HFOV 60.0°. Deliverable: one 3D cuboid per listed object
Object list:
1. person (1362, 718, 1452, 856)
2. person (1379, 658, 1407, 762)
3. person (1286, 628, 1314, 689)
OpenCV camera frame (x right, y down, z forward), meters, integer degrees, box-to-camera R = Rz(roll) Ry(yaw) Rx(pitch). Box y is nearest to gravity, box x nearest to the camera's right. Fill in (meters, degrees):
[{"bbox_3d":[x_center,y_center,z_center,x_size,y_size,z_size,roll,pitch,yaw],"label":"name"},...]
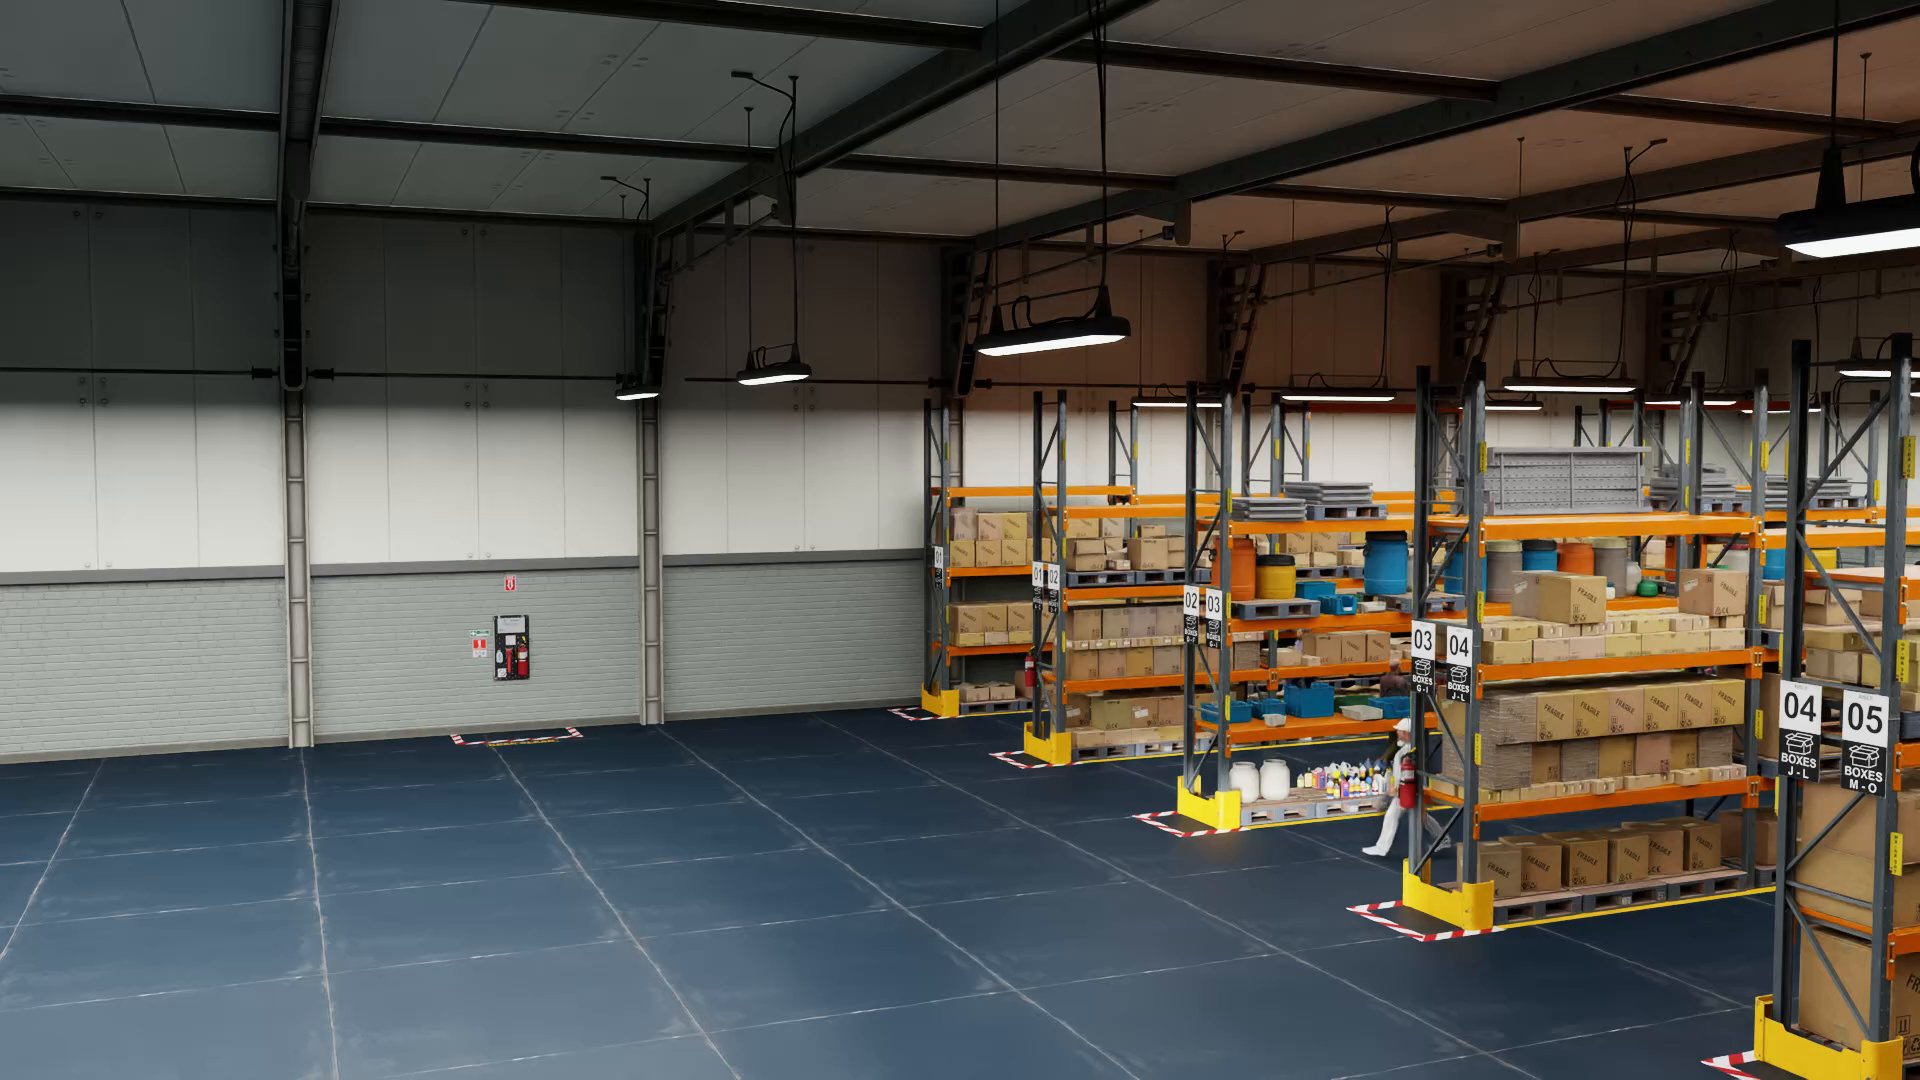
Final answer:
[{"bbox_3d":[5.574,3.072,20.693,1.099,1.719,0.593,1,3,10],"label":"person"},{"bbox_3d":[6.802,2.745,26.108,0.593,1.775,0.617,-1,4,-23],"label":"person"},{"bbox_3d":[6.594,2.469,32.093,1.069,1.579,0.472,-3,4,-37],"label":"person"}]
